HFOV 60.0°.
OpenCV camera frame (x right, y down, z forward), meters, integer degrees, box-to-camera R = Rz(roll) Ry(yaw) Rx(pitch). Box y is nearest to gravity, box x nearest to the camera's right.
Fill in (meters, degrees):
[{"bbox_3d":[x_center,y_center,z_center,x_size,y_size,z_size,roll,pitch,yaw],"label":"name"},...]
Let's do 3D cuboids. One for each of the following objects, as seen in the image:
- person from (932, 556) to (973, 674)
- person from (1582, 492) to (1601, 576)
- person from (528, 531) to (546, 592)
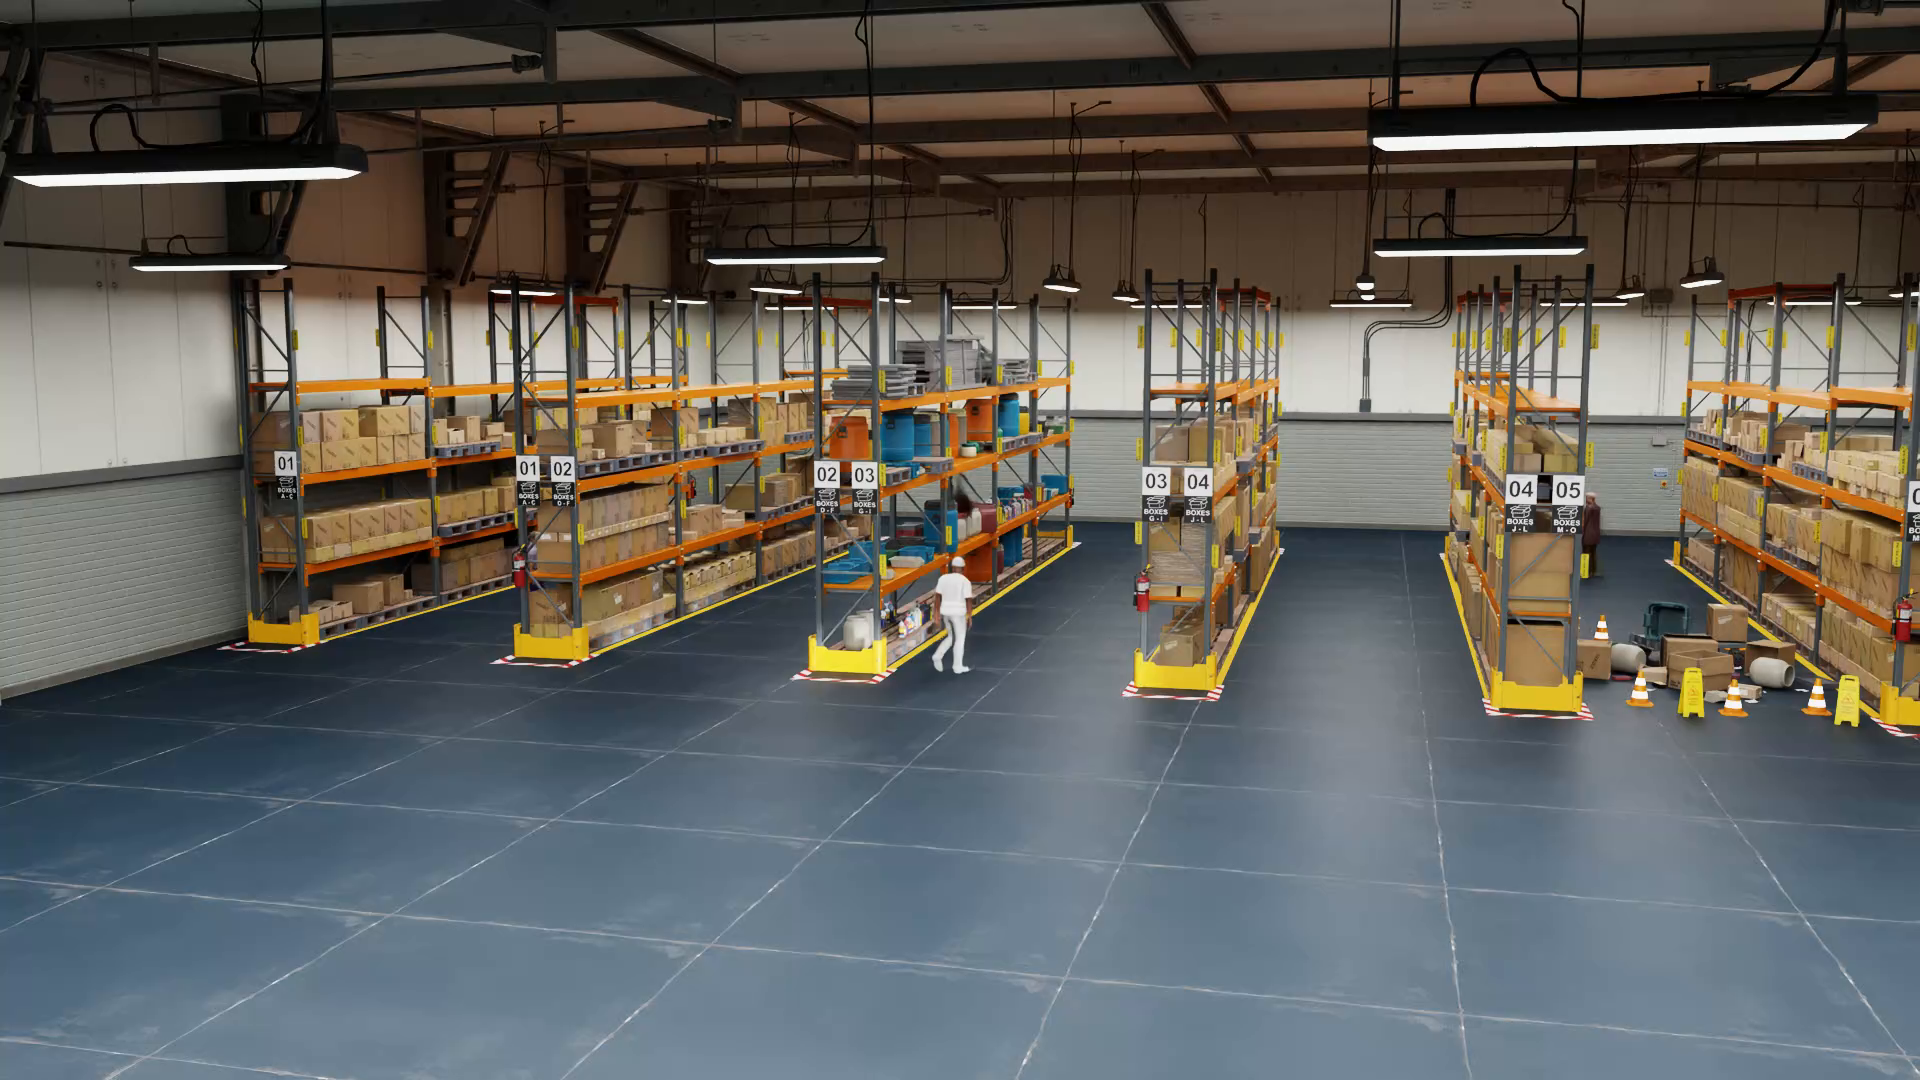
[{"bbox_3d":[-0.108,1.132,24.988,0.582,1.757,0.569,-7,9,-44],"label":"person"},{"bbox_3d":[13.381,-0.122,35.370,0.597,1.791,0.398,-6,9,-41],"label":"person"},{"bbox_3d":[-7.466,0.668,29.558,0.538,1.630,0.485,-2,7,-16],"label":"person"}]
